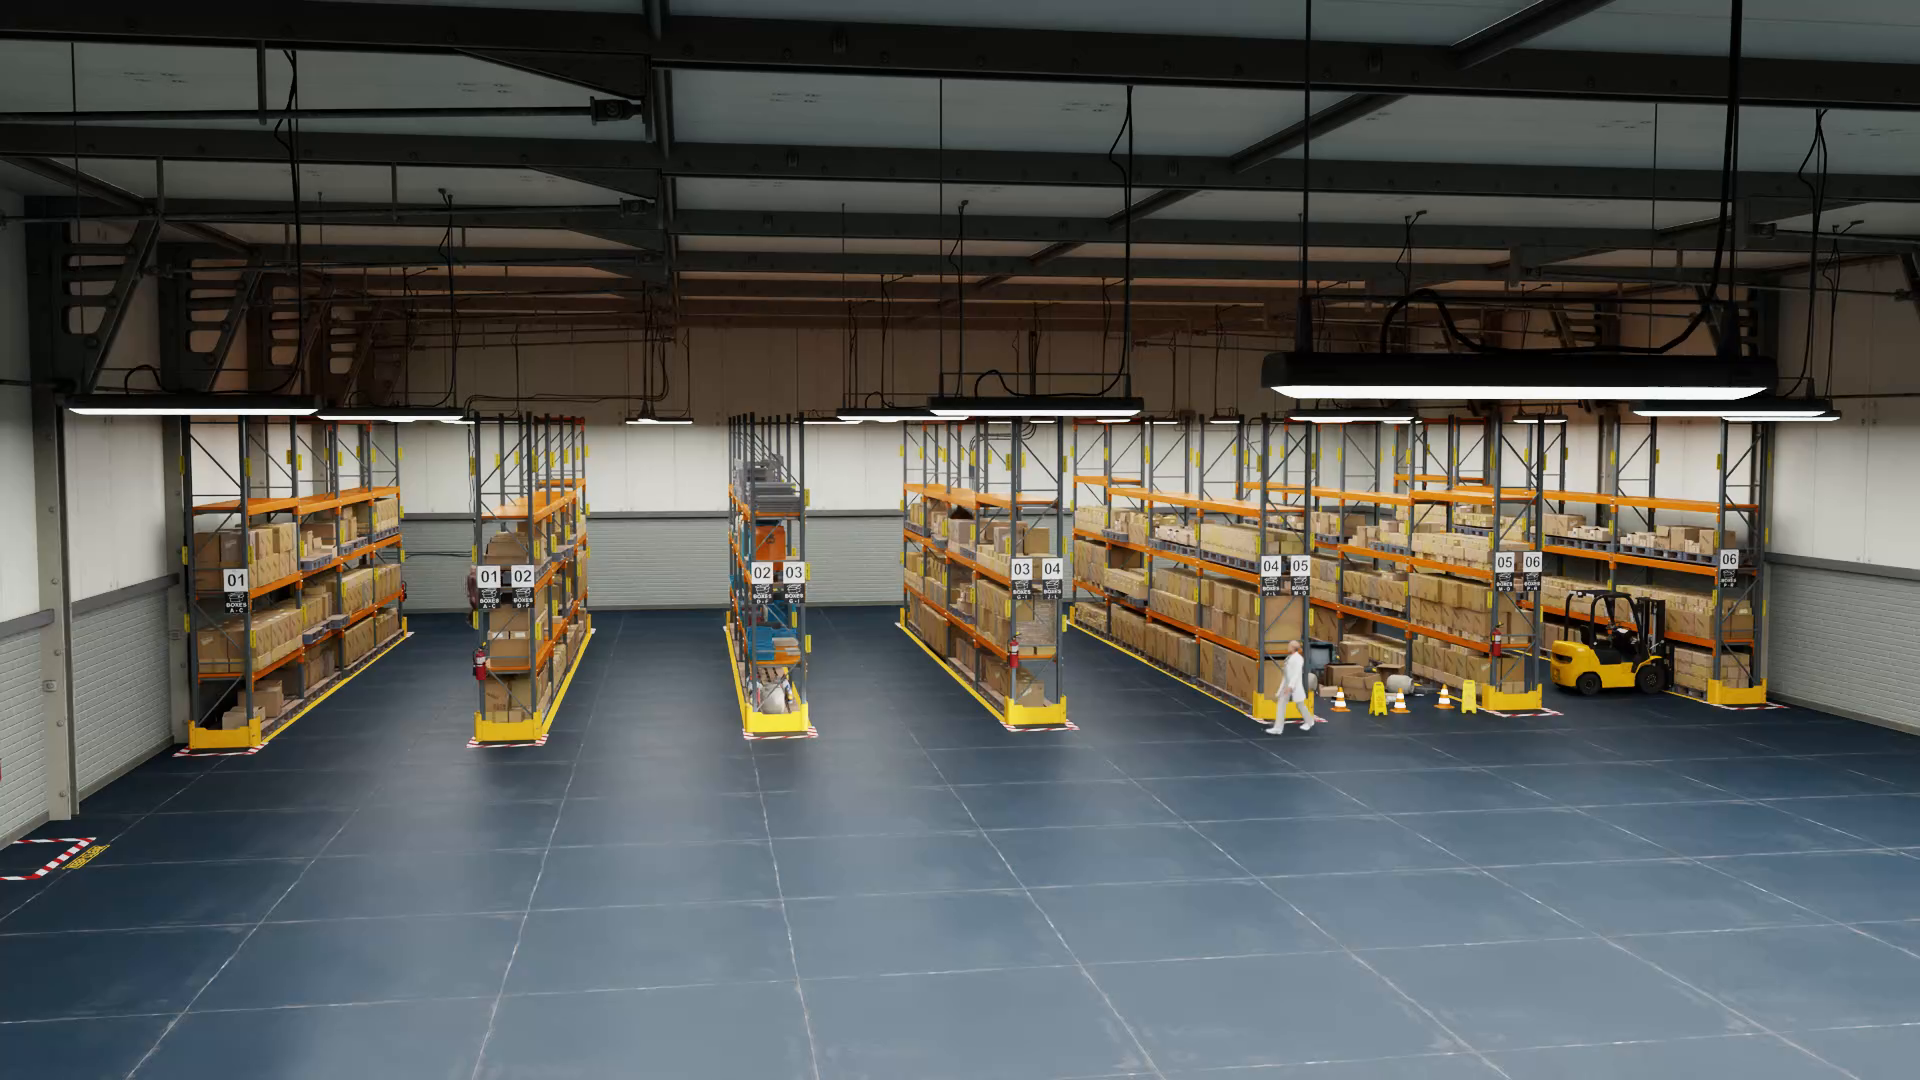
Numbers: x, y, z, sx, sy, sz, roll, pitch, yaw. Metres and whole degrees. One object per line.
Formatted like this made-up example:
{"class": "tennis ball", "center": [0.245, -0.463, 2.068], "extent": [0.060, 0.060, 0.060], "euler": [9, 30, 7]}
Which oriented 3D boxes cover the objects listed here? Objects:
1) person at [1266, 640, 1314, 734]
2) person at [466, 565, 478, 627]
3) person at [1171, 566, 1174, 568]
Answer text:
{"class": "person", "center": [6.186, 2.739, 30.983], "extent": [1.106, 1.742, 0.519], "euler": [-4, 5, -44]}
{"class": "person", "center": [-13.826, 1.598, 47.350], "extent": [0.549, 1.763, 0.598], "euler": [0, 4, -3]}
{"class": "person", "center": [6.064, 1.625, 47.740], "extent": [0.469, 1.729, 0.593], "euler": [-1, 4, -8]}
